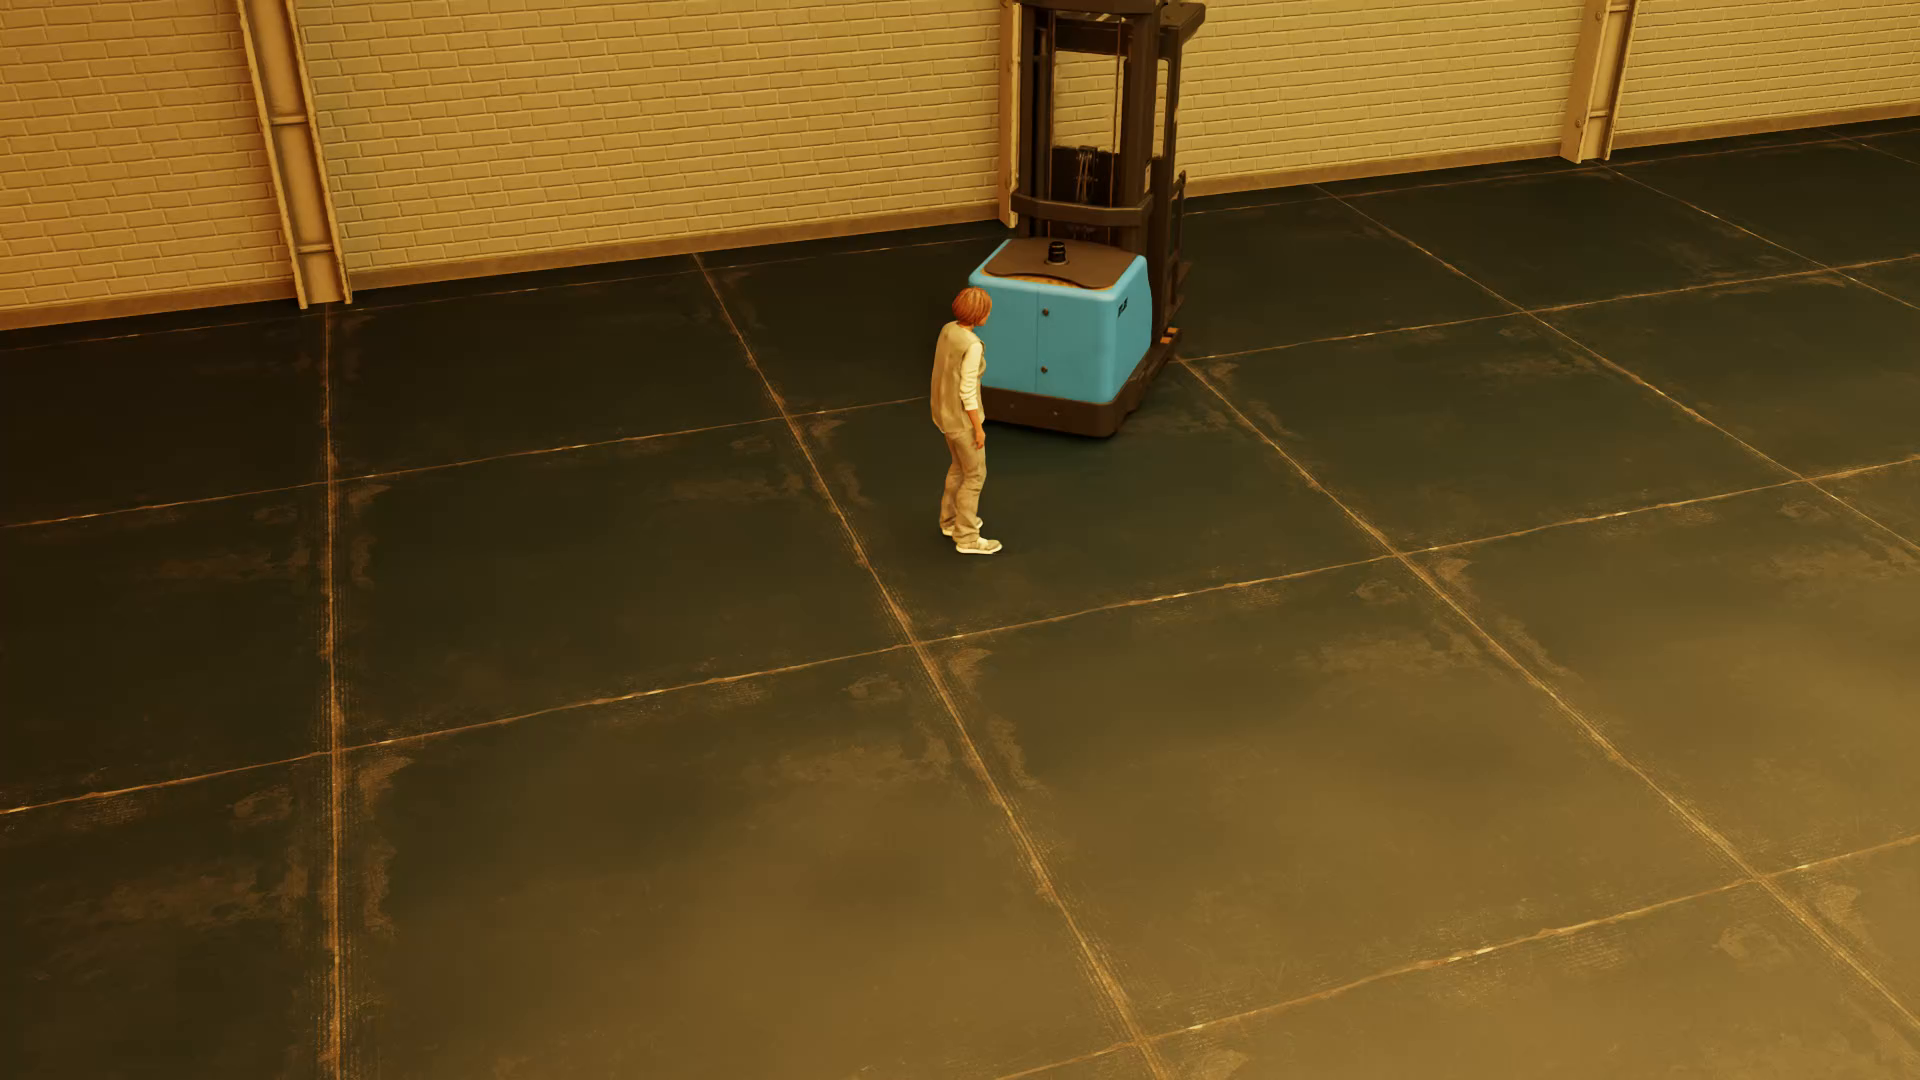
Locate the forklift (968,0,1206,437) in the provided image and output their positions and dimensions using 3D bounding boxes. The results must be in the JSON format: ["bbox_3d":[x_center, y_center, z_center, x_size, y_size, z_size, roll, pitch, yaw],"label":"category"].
[{"bbox_3d":[1.032,-2.676,11.739,1.130,2.935,3.031,11,32,18],"label":"forklift"}]

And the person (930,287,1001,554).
[{"bbox_3d":[0.018,-0.691,9.643,0.344,1.581,0.467,-11,32,-18],"label":"person"}]
